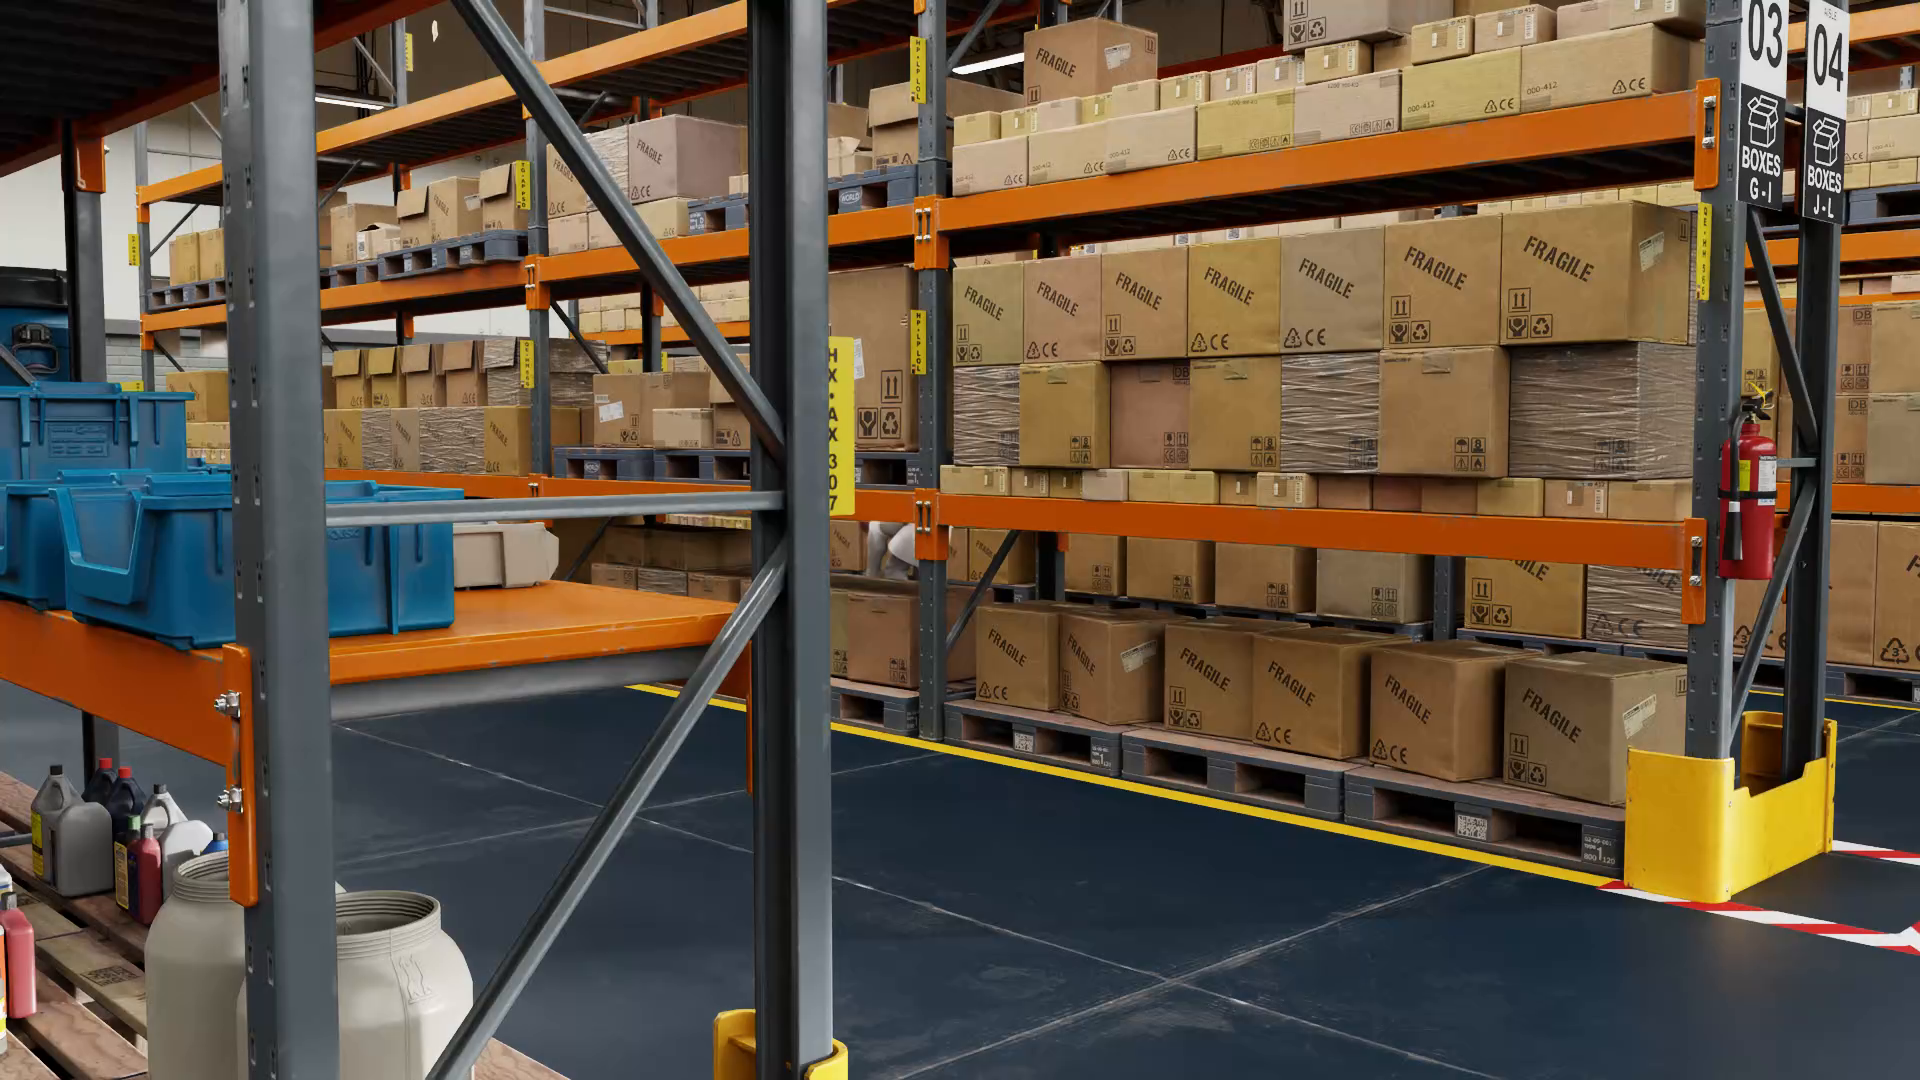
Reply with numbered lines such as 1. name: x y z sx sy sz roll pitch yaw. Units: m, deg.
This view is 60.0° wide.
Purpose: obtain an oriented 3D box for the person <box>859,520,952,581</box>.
1. person: -0.479 0.185 13.619 0.950 1.089 0.575 4 5 43
